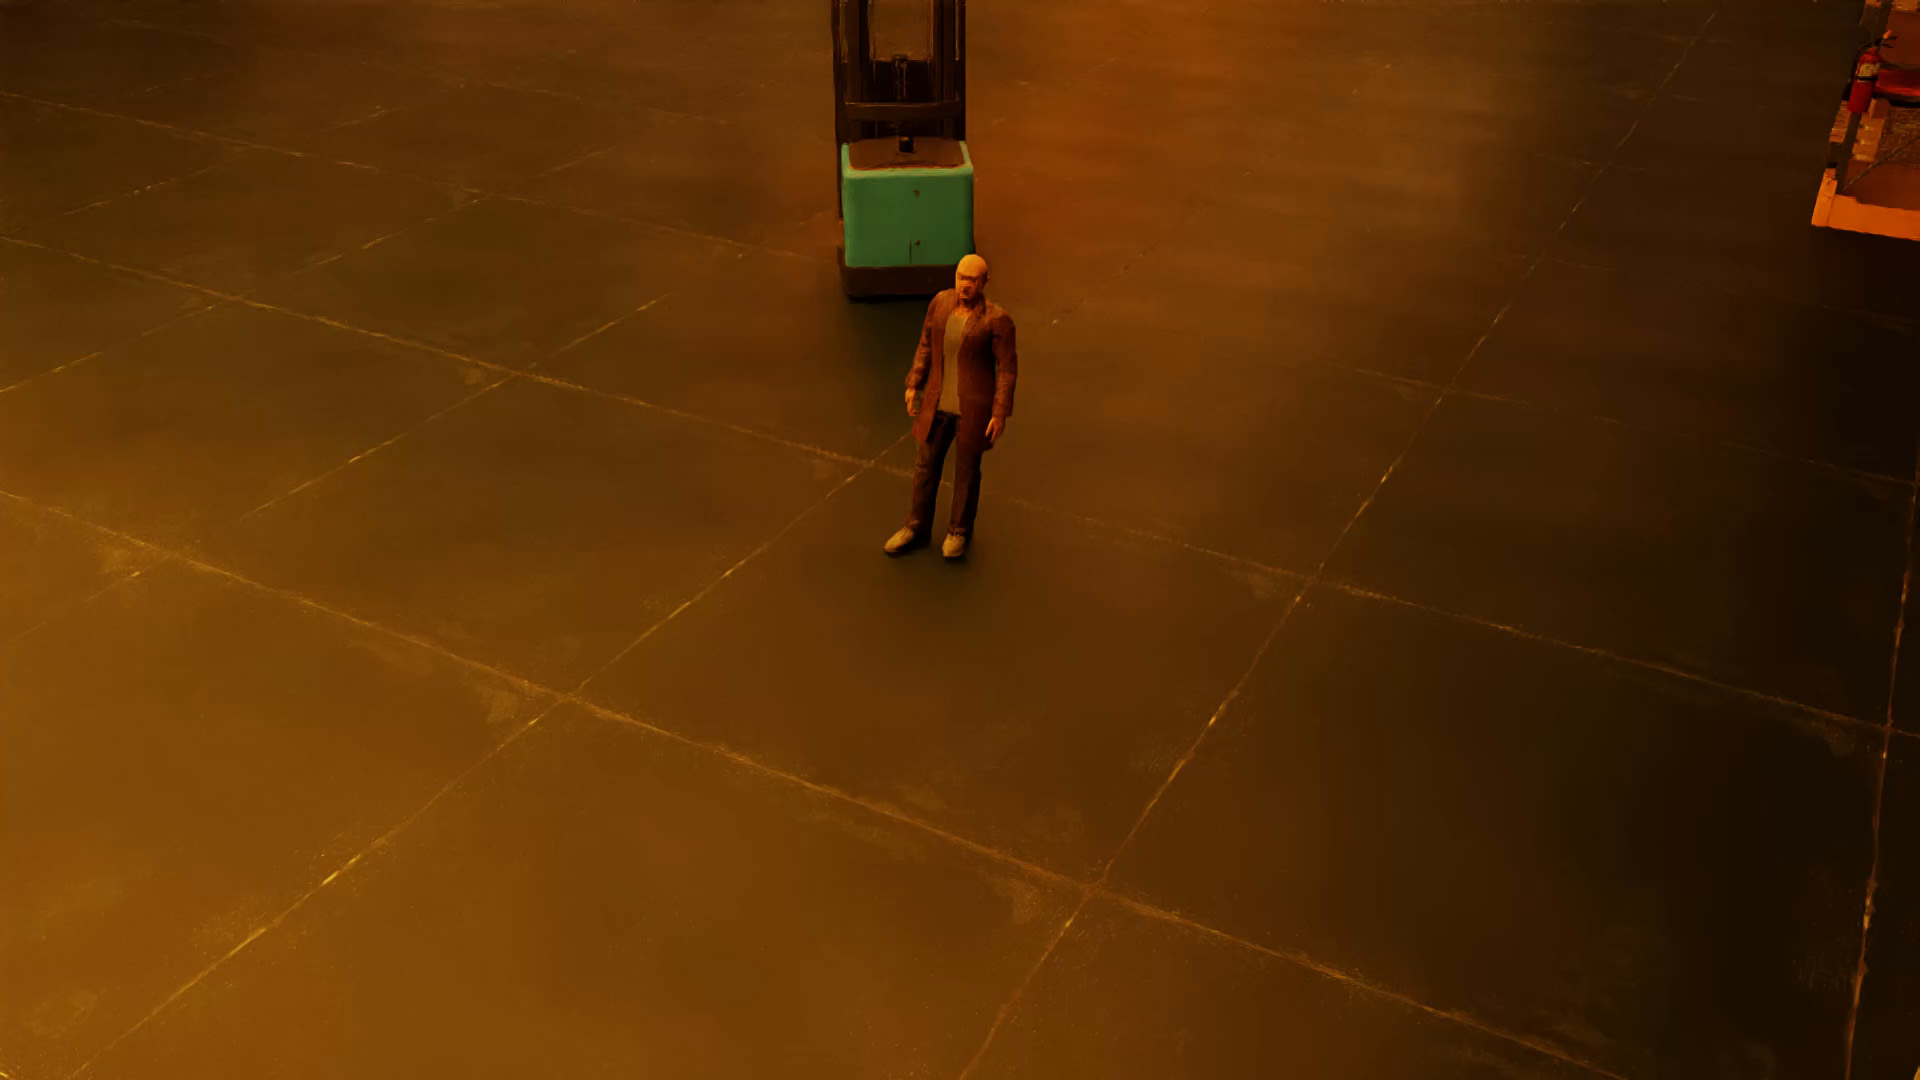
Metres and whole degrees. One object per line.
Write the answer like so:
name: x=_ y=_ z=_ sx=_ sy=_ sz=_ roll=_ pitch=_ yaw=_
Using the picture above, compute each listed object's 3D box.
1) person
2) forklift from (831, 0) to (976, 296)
person: x=-0.048 y=-0.737 z=9.488 sx=0.694 sy=1.776 sz=0.580 roll=15 pitch=33 yaw=25
forklift: x=-0.514 y=-3.921 z=13.864 sx=1.130 sy=2.935 sz=3.031 roll=-2 pitch=30 yaw=-4
